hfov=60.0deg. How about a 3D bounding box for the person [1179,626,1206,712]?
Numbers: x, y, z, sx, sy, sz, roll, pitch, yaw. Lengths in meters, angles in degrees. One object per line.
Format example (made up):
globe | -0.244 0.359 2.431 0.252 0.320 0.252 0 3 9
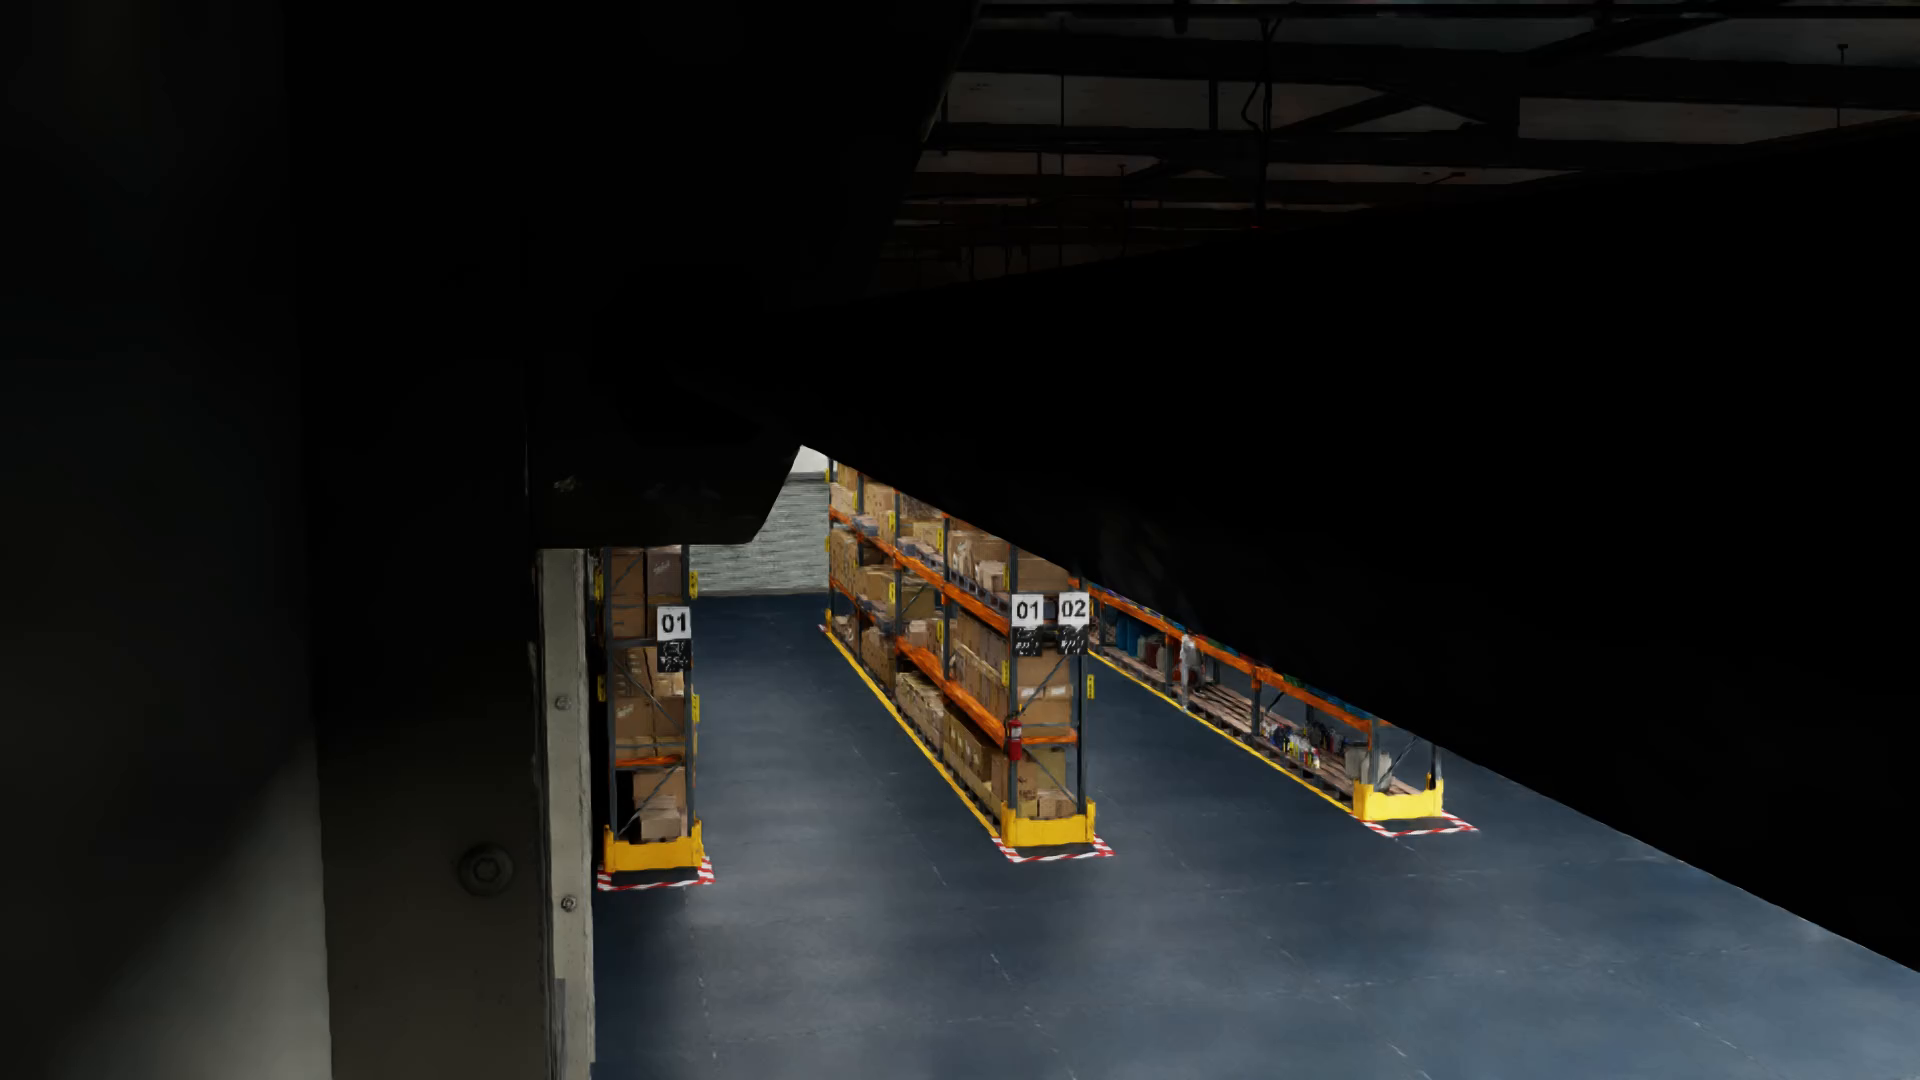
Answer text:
person | 4.012 2.206 28.707 0.461 1.435 0.876 1 7 8
